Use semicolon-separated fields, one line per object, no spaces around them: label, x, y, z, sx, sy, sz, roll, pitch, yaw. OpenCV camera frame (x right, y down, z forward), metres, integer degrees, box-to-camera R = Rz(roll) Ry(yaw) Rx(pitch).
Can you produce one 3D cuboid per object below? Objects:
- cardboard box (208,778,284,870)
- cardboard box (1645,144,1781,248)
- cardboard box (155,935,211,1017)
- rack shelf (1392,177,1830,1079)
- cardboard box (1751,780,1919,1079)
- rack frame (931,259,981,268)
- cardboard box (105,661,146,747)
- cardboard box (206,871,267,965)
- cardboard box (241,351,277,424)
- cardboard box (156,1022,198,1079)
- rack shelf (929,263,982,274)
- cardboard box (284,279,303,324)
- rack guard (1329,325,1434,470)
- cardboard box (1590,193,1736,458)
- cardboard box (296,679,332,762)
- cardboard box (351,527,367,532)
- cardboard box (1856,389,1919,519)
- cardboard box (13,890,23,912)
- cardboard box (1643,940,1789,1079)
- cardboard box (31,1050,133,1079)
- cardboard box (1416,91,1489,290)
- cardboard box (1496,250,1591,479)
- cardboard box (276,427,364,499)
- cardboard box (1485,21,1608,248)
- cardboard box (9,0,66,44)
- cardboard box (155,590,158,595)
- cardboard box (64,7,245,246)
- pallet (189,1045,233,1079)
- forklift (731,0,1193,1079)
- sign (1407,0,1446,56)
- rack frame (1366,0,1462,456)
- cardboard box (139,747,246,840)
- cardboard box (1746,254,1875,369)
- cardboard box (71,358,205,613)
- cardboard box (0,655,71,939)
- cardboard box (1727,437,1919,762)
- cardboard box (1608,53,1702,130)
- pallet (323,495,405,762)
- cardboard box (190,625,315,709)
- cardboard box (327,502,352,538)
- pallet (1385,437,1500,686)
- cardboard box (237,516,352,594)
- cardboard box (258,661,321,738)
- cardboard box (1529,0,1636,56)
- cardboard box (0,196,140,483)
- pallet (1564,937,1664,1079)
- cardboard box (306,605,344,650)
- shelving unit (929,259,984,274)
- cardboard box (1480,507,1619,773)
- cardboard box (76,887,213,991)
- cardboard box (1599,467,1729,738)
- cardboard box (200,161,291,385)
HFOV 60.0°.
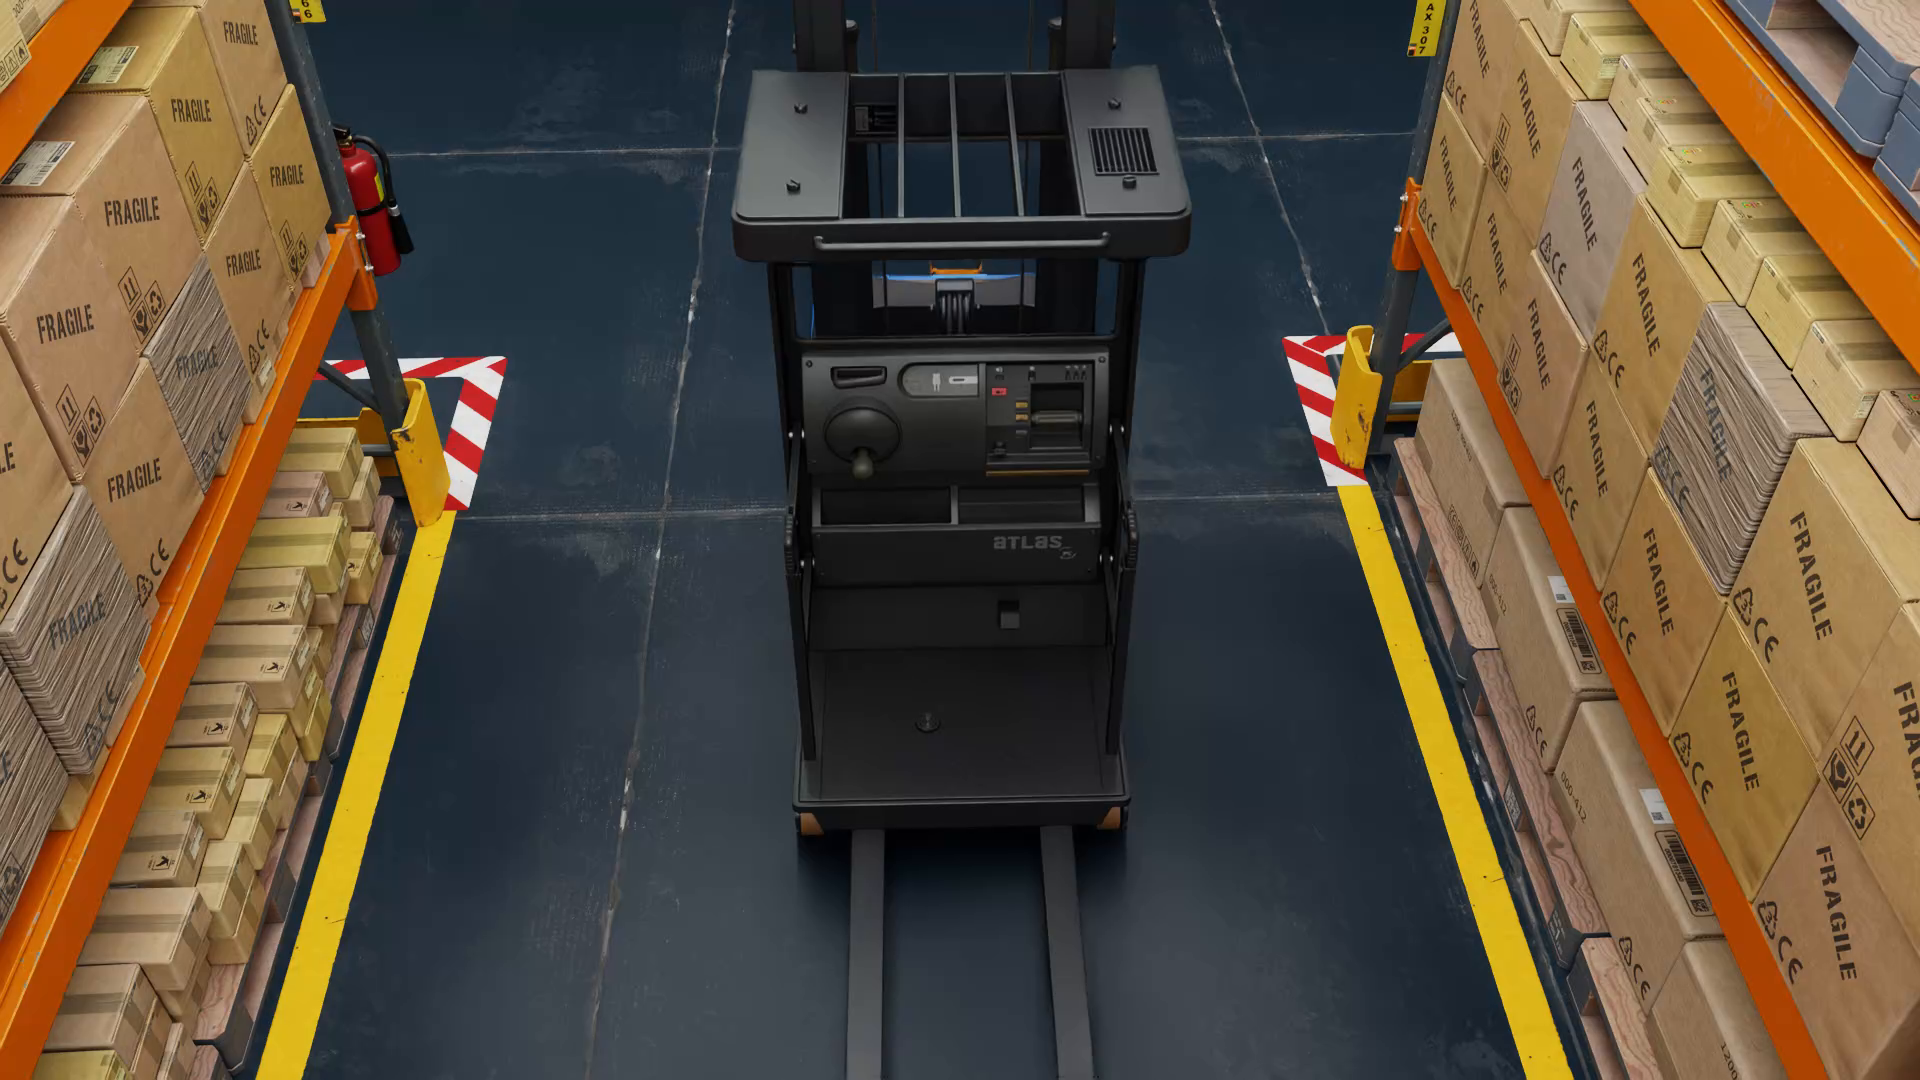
cardboard box;-2.334;0.882;5.147;0.380;0.149;0.250;-1;43;-1
cardboard box;1.972;-0.870;4.185;0.380;0.149;0.250;-3;43;-3
cardboard box;-2.401;1.221;4.776;0.380;0.149;0.250;0;43;0
rack shelf;2.294;0.094;4.960;1.077;0.370;4.000;-2;43;-2
cardboard box;2.104;0.836;3.544;0.500;0.500;0.500;-1;43;-1
rack frame;-0.016;-0.800;6.846;0.200;1.050;0.008;-1;43;-1
cardboard box;-2.352;0.394;4.287;0.380;0.149;0.250;0;43;0
cardboard box;-2.352;1.156;5.068;0.380;0.149;0.250;-3;43;-3
cardboard box;-2.403;-0.497;5.258;0.380;0.149;0.250;-1;43;-1
cardboard box;-2.391;1.515;4.677;0.380;0.149;0.250;-2;43;-3
rack shelf;-0.013;-0.919;6.571;0.215;0.259;0.240;-1;43;-1
cardboard box;-2.463;-0.837;5.630;0.380;0.149;0.250;-2;43;-2
rack guard;2.208;-0.616;7.052;1.175;0.500;0.348;-2;43;-2
cardboard box;2.026;-0.562;4.329;0.500;0.500;0.500;-1;43;-2
cardboard box;-2.367;0.623;5.650;0.380;0.149;0.250;-3;43;-4
cardboard box;-2.501;-0.066;6.401;0.380;0.149;0.250;-1;43;-1
cardboard box;2.116;-0.184;3.437;0.380;0.149;0.250;-2;43;-2
cardboard box;-2.402;0.747;3.901;0.380;0.149;0.250;-3;43;-4
cardboard box;2.460;1.542;4.433;0.875;0.438;0.875;-2;43;-2
cardboard box;-2.382;1.471;4.284;0.380;0.149;0.250;-2;43;-2
cardboard box;1.943;-1.226;5.794;0.500;0.500;0.500;-2;43;-2
cardboard box;1.996;-0.541;5.047;0.500;0.500;0.500;-2;43;-2
cardboard box;-2.456;-0.284;6.199;0.380;0.149;0.250;-1;43;-1
cardboard box;1.974;-1.246;5.075;0.500;0.500;0.500;-3;43;-3
cardboard box;-2.412;-1.383;3.930;0.500;0.250;0.500;0;43;0
cardboard box;-2.441;0.044;4.668;0.380;0.149;0.250;-1;43;-1
cardboard box;-2.443;-1.182;4.786;0.500;0.500;0.500;-3;43;-3
pallet;-2.626;1.965;4.450;1.003;0.211;1.213;-2;43;-2
forklift;-0.004;-0.299;4.908;1.130;2.935;3.031;-1;43;-1
sign;1.655;-1.858;5.858;0.100;0.325;0.005;-2;43;-2
rack frame;2.209;-1.521;6.190;1.000;3.000;0.127;-2;43;-2
cardboard box;-2.411;0.772;5.047;0.380;0.149;0.250;-1;43;-2
cardboard box;2.057;-0.529;3.813;0.380;0.149;0.250;-2;43;-3
cardboard box;-2.397;-0.135;4.383;0.500;0.500;0.500;0;43;0
cardboard box;-2.360;0.567;3.617;0.500;0.500;0.500;-2;43;-2
cardboard box;2.070;0.120;3.585;0.500;0.500;0.500;-2;43;-2
cardboard box;2.020;-1.212;4.558;0.380;0.149;0.250;-1;43;-1
pallet;-2.730;0.318;6.247;1.003;0.211;1.213;-2;43;-2
cardboard box;-2.350;0.415;5.436;0.380;0.149;0.250;0;43;0
cardboard box;-2.467;0.002;6.107;0.380;0.149;0.250;-3;43;-3
pallet;2.321;0.044;6.546;1.003;0.211;1.213;-2;43;-2
cardboard box;-2.365;0.058;5.825;0.380;0.149;0.250;-3;43;-3
cardboard box;-2.366;0.524;5.538;0.380;0.149;0.250;-1;43;-1
cardboard box;1.927;-1.565;4.943;0.380;0.149;0.250;0;43;0
cardboard box;-2.386;-0.475;4.014;0.500;0.500;0.500;-3;43;-3
pallet;2.425;1.691;4.749;1.003;0.211;1.213;-2;43;-2
cardboard box;-2.464;0.286;6.017;0.380;0.149;0.250;-2;43;-2
shelving unit;-0.013;-0.718;6.756;0.215;1.050;0.252;-1;43;-1
cardboard box;2.385;0.329;5.757;0.875;0.438;0.875;-1;43;-1
cardboard box;-2.345;1.121;4.666;0.380;0.149;0.250;-1;43;-1
cardboard box;2.041;0.150;4.292;0.500;0.500;0.500;-2;43;-2
cardboard box;-2.439;-0.814;5.124;0.500;0.500;0.500;-2;43;-2
